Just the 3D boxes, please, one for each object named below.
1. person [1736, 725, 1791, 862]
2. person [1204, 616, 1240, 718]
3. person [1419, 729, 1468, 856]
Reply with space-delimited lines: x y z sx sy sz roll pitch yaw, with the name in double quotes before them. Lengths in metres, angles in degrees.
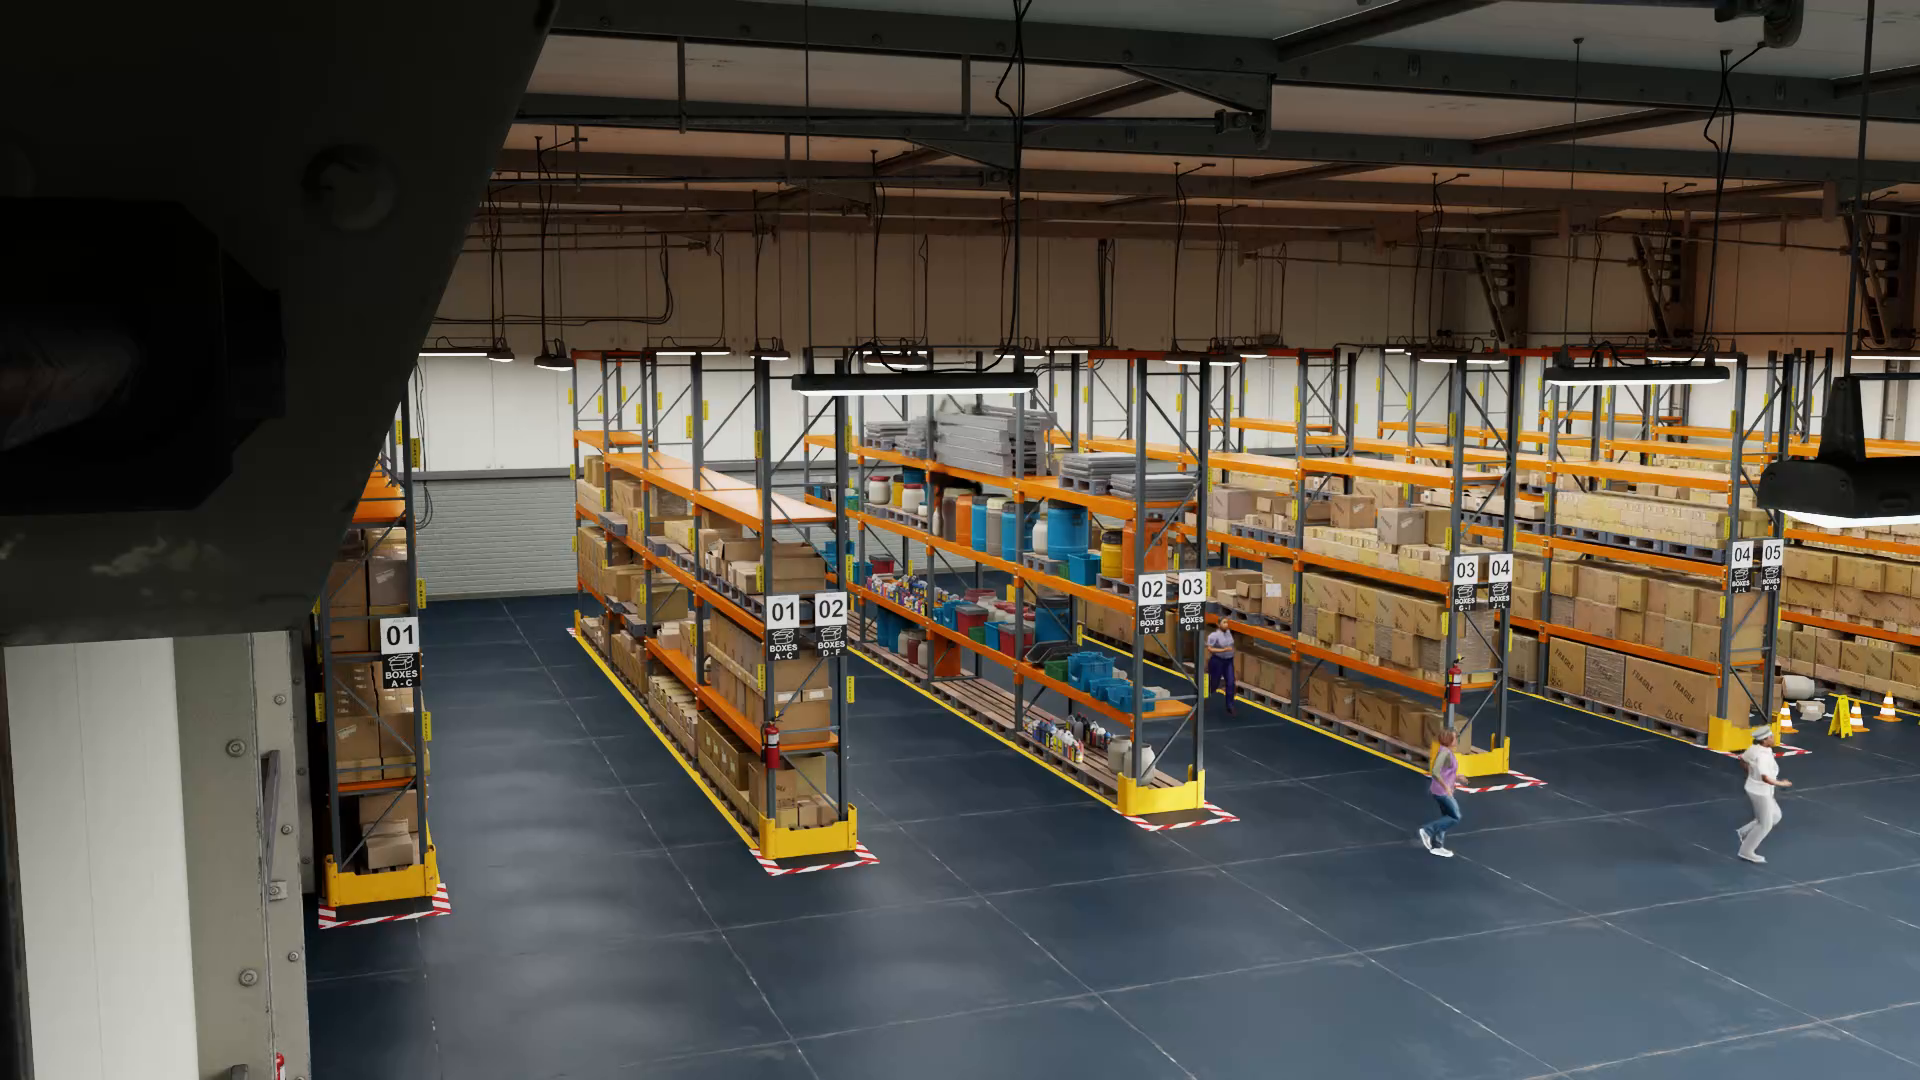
"person" 9.660 3.032 19.956 0.537 1.666 0.624 2 7 14
"person" 4.324 2.069 27.616 0.637 1.638 0.907 -4 8 -31
"person" 5.880 3.067 20.203 0.569 1.560 0.527 2 7 13
